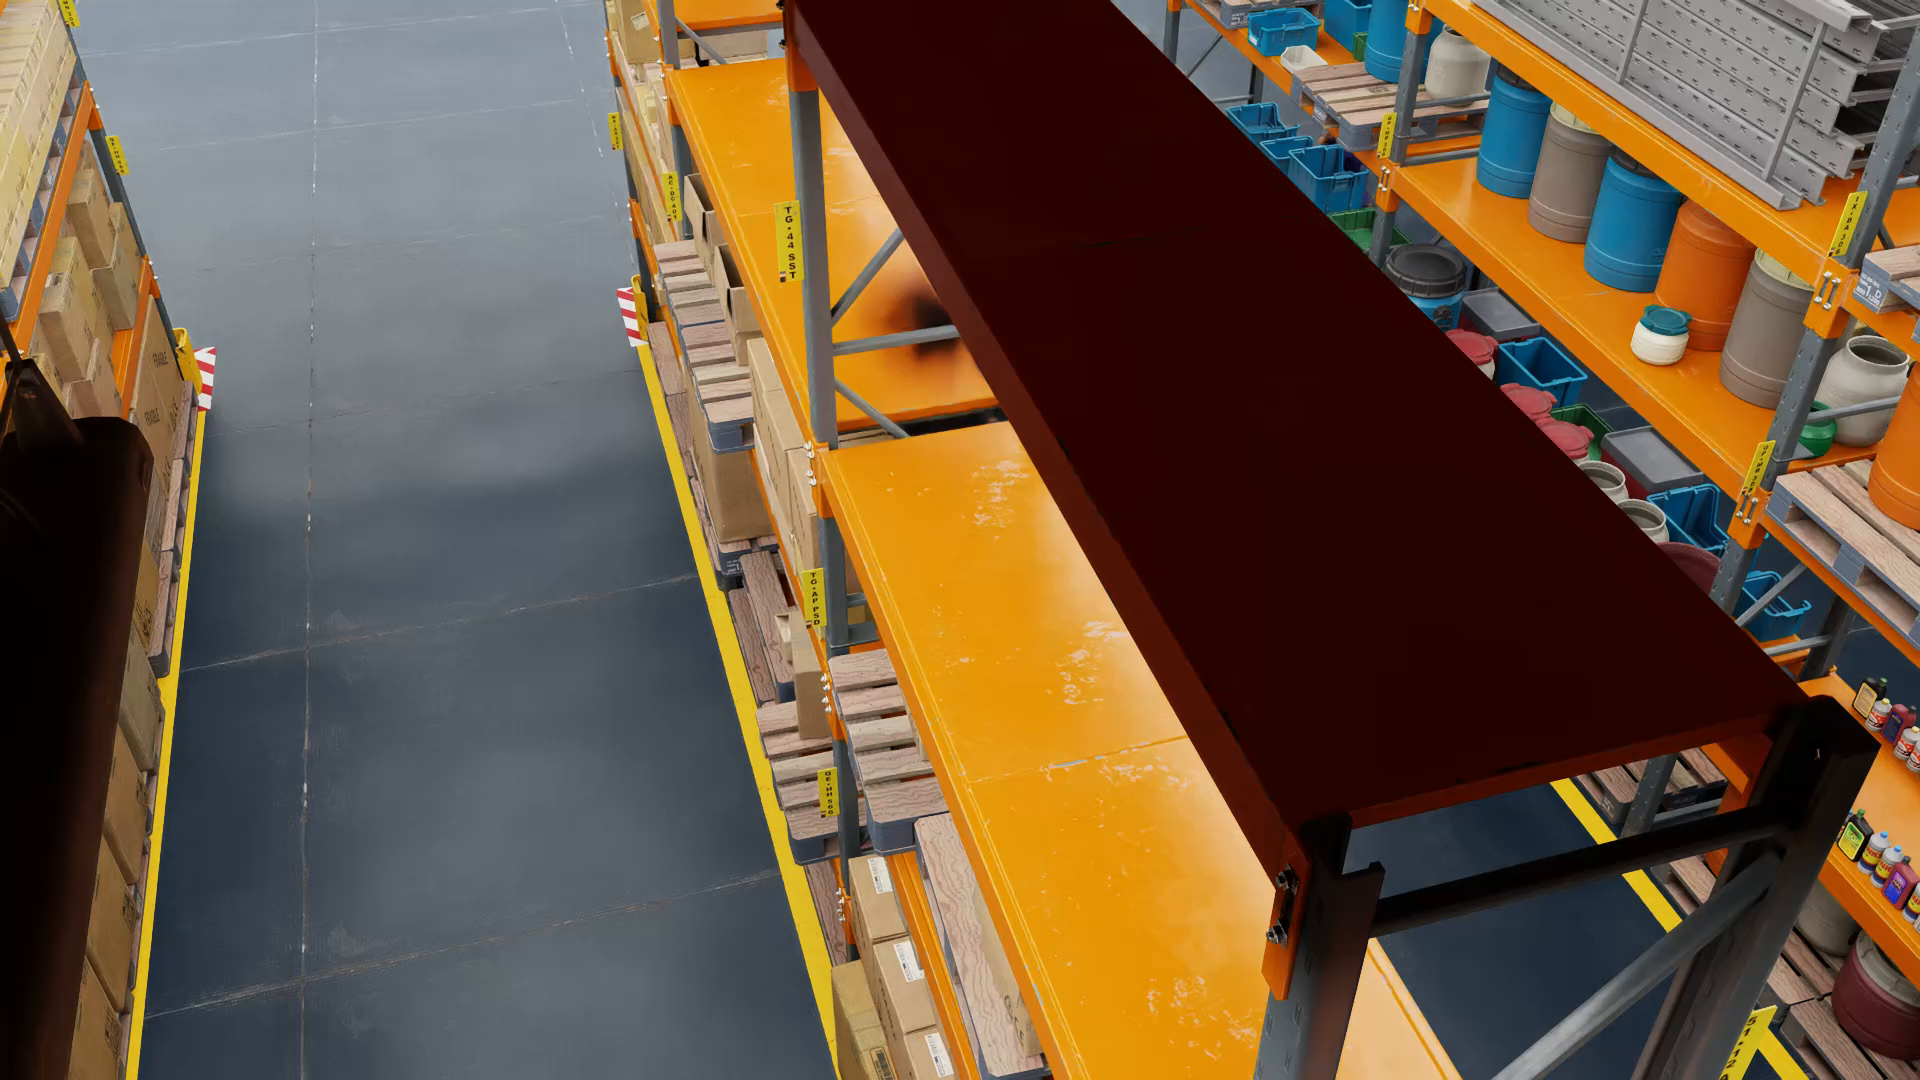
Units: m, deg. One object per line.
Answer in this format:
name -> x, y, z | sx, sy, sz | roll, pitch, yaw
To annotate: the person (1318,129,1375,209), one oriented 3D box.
person -> 3.755, -3.824, 16.392 | 0.602, 1.641, 1.022 | -14, 40, -17
